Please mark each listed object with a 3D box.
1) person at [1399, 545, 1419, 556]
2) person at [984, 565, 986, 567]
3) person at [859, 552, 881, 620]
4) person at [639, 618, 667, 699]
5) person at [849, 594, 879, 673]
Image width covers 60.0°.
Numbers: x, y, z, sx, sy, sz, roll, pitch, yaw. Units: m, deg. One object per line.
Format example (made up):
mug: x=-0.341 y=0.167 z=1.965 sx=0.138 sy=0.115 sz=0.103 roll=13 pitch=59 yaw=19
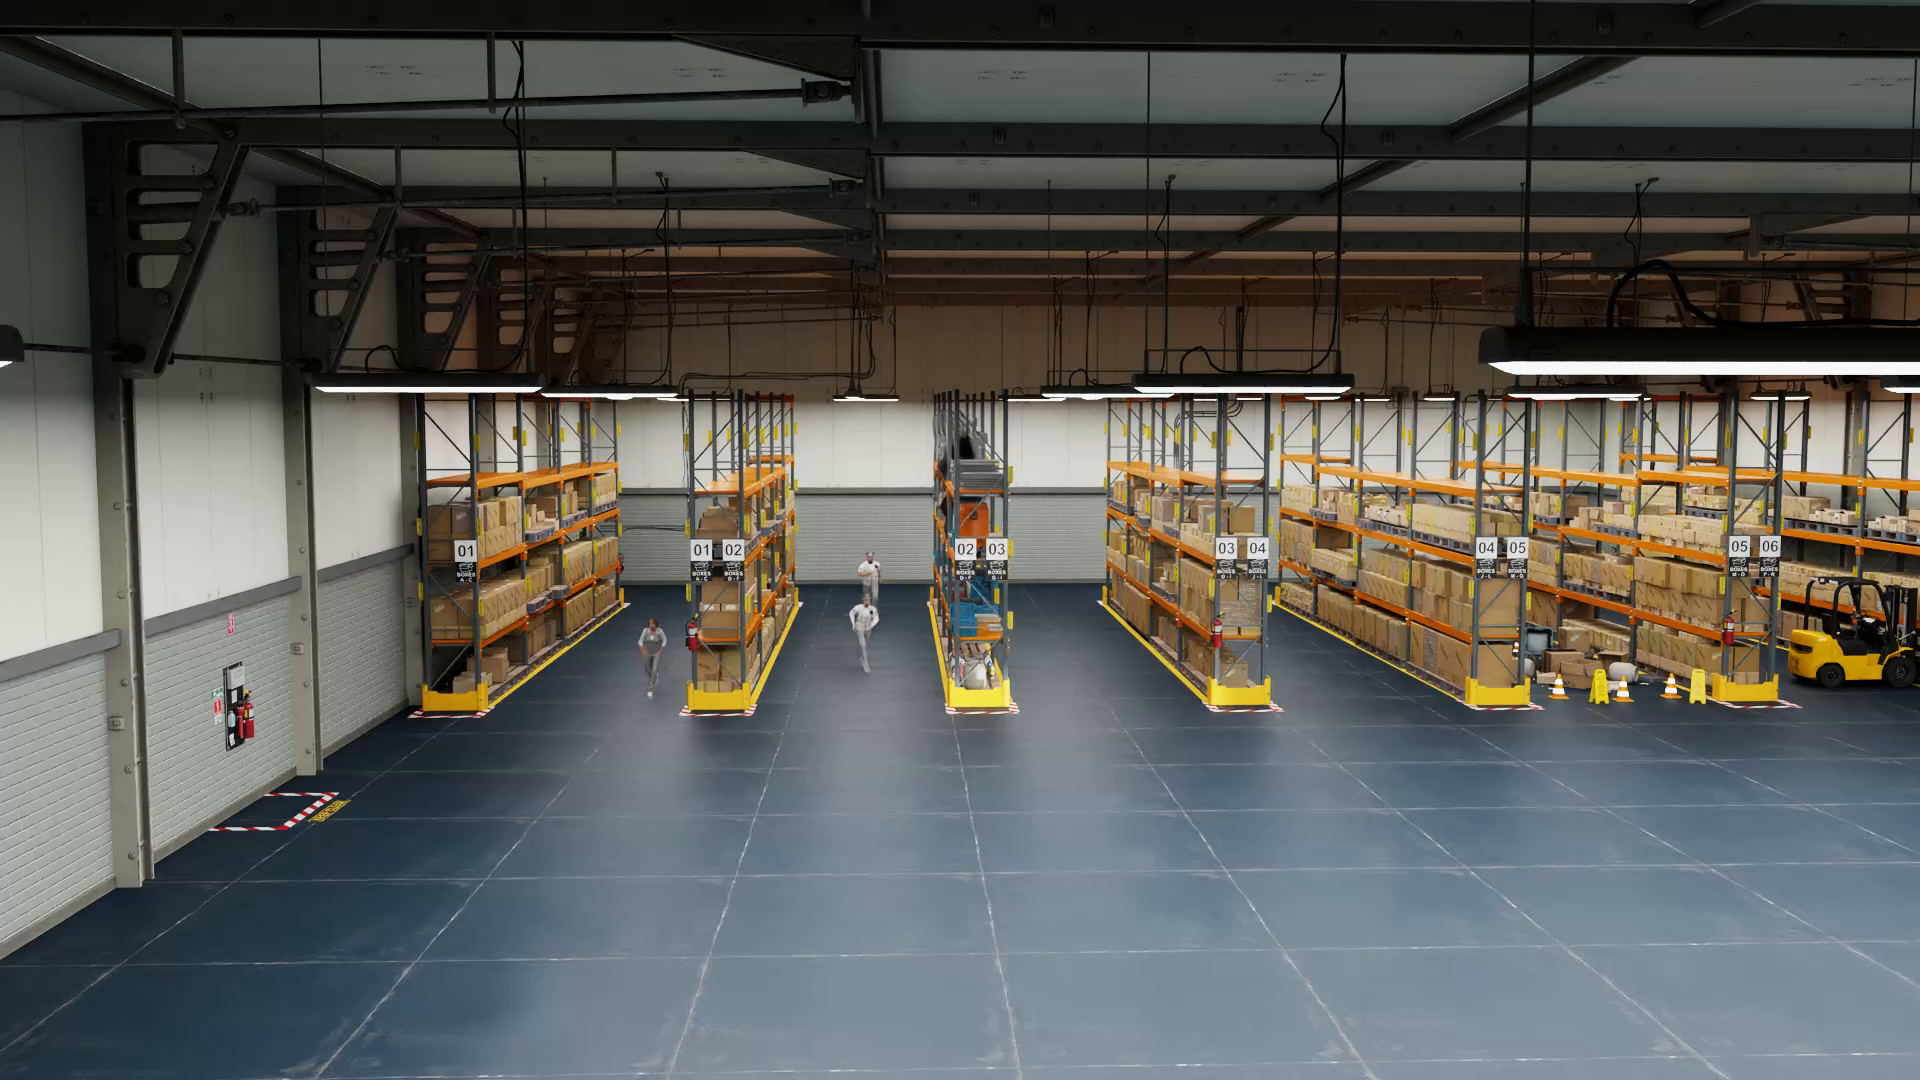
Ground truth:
person: x=13.545 y=0.801 z=50.223 sx=0.737 sy=1.684 sz=0.675 roll=0 pitch=5 yaw=-6
person: x=0.780 y=0.815 z=49.492 sx=0.845 sy=1.832 sz=0.645 roll=1 pitch=5 yaw=11
person: x=-2.407 y=1.203 z=44.423 sx=0.633 sy=1.816 sz=0.915 roll=-1 pitch=5 yaw=-9
person: x=-6.045 y=2.292 z=32.776 sx=0.543 sy=1.583 sz=0.856 roll=0 pitch=5 yaw=-2
person: x=-2.063 y=1.971 z=35.837 sx=0.615 sy=1.689 sz=0.911 roll=-1 pitch=5 yaw=-16
